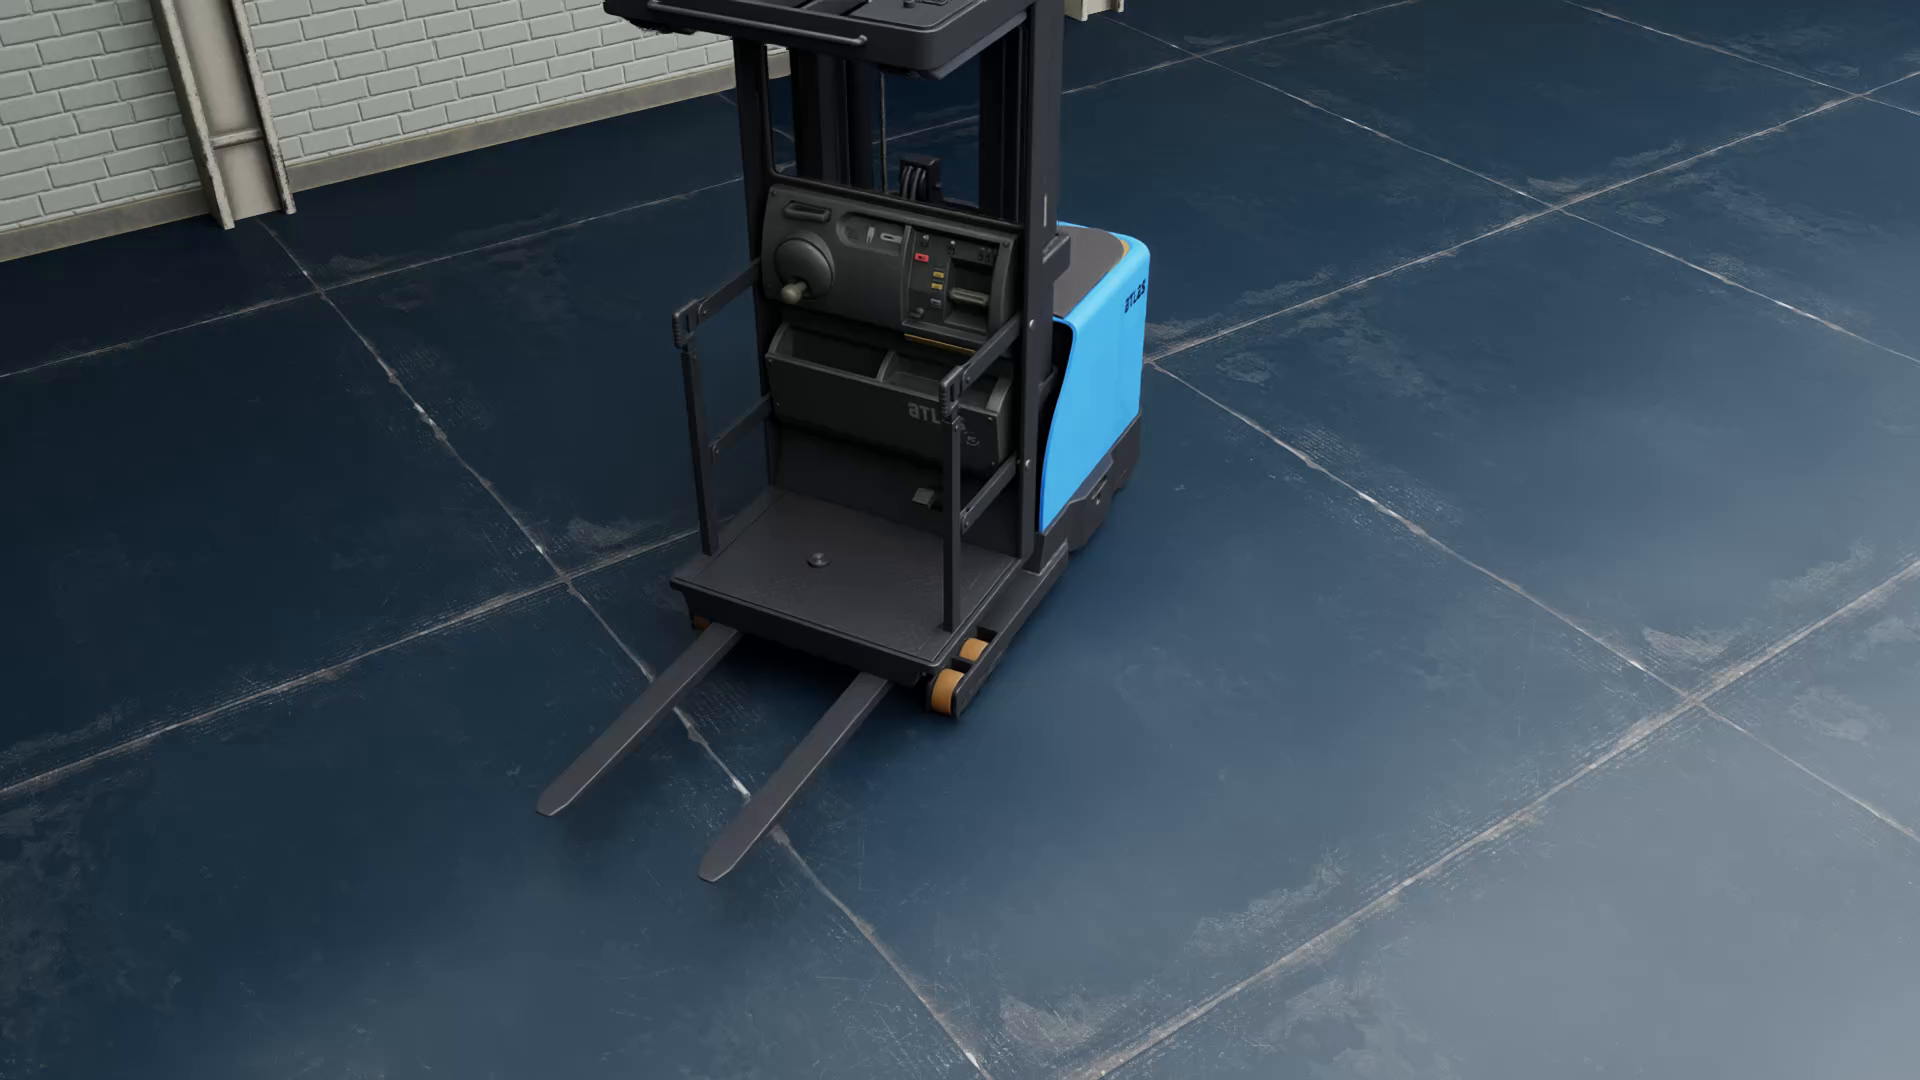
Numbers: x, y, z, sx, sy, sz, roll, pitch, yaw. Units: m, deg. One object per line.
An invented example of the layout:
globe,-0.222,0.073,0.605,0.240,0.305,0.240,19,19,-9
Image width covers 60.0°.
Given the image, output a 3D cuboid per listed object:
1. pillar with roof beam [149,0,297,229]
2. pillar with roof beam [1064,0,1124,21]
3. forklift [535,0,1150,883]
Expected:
pillar with roof beam,-1.479,-3.439,3.825,0.400,9.000,9.100,-22,41,-28
pillar with roof beam,3.425,-5.458,6.631,0.400,9.000,9.100,-22,41,-28
forklift,-0.350,-0.865,5.442,1.130,2.935,3.031,16,39,21
